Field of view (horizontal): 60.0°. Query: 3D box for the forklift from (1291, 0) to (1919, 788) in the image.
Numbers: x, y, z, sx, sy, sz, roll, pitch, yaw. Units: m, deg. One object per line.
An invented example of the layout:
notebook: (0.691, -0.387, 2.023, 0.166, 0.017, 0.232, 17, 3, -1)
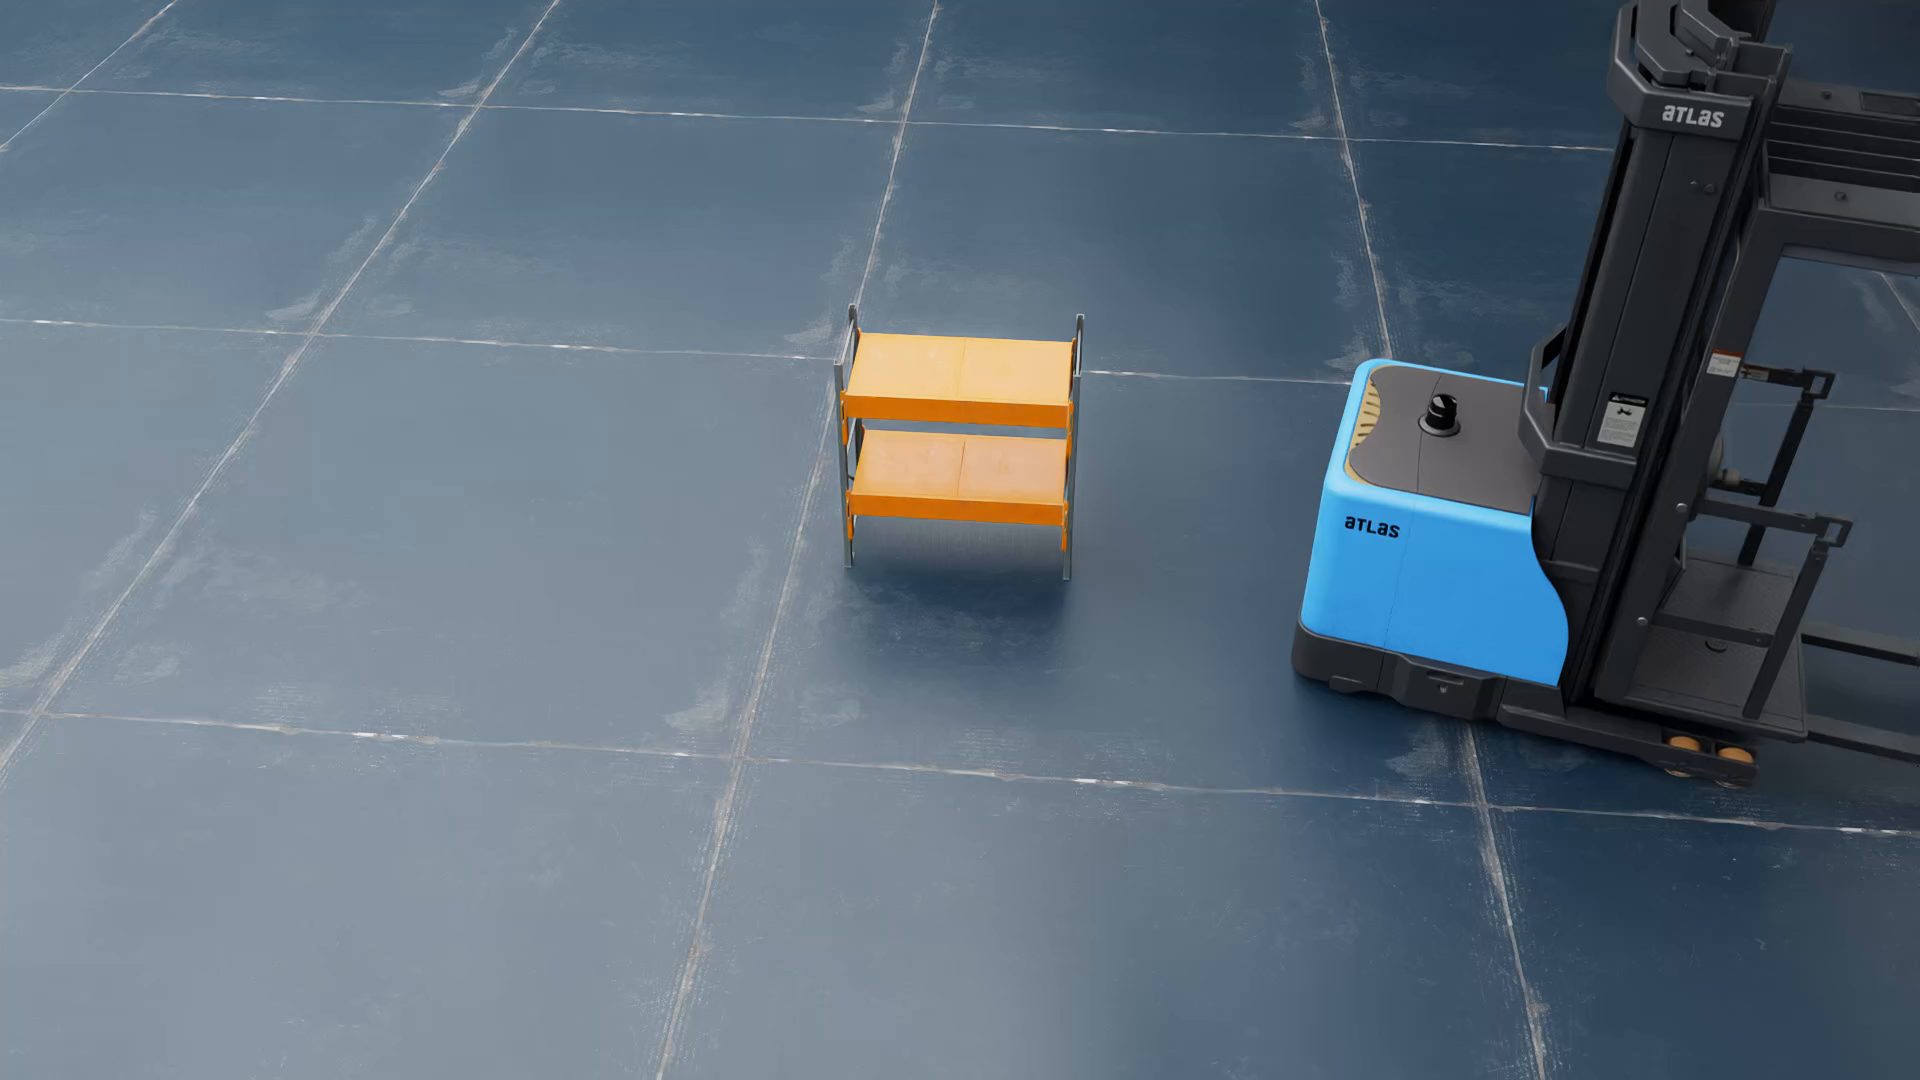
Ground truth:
forklift: (2.999, -0.517, 6.234, 3.031, 2.935, 1.130, 12, 41, 15)

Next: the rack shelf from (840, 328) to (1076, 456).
rack shelf: (0.007, -0.663, 7.380, 1.000, 0.278, 0.538, 3, 39, 4)

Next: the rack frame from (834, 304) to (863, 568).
rack frame: (-0.500, -0.464, 7.599, 0.032, 1.125, 0.500, 3, 39, 4)

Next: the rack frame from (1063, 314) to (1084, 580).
rack frame: (0.513, -0.408, 7.531, 0.032, 1.125, 0.500, 3, 39, 4)

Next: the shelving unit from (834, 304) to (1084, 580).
shelving unit: (0.007, -0.436, 7.565, 1.048, 1.125, 0.538, 3, 39, 4)

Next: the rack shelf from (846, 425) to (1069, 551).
rack shelf: (0.007, -0.246, 7.719, 1.000, 0.278, 0.538, 3, 39, 4)
